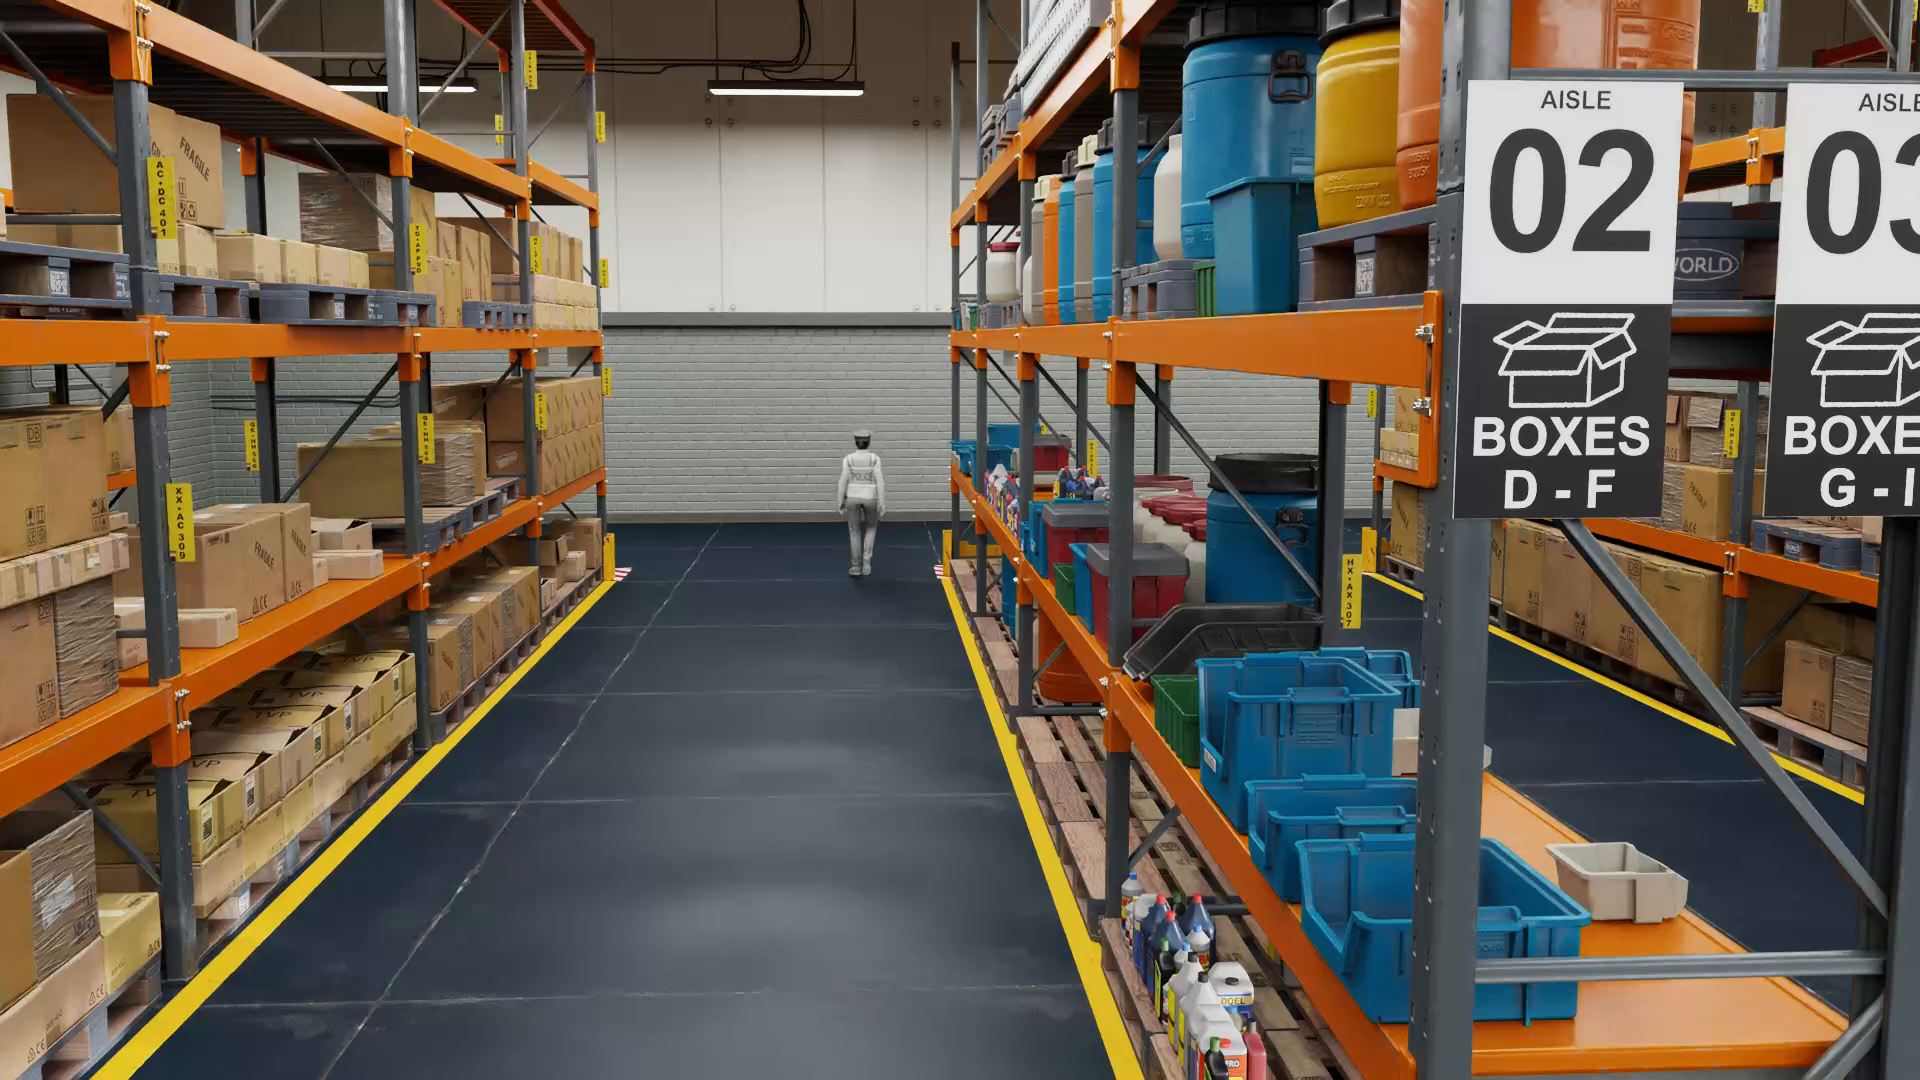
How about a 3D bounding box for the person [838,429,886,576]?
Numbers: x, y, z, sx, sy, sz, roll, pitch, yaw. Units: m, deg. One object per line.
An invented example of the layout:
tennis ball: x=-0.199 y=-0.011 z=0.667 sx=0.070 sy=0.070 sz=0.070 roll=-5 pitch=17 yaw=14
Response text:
person: x=-1.130 y=-0.427 z=19.080 sx=0.538 sy=1.695 sz=0.468 roll=-1 pitch=7 yaw=-8
